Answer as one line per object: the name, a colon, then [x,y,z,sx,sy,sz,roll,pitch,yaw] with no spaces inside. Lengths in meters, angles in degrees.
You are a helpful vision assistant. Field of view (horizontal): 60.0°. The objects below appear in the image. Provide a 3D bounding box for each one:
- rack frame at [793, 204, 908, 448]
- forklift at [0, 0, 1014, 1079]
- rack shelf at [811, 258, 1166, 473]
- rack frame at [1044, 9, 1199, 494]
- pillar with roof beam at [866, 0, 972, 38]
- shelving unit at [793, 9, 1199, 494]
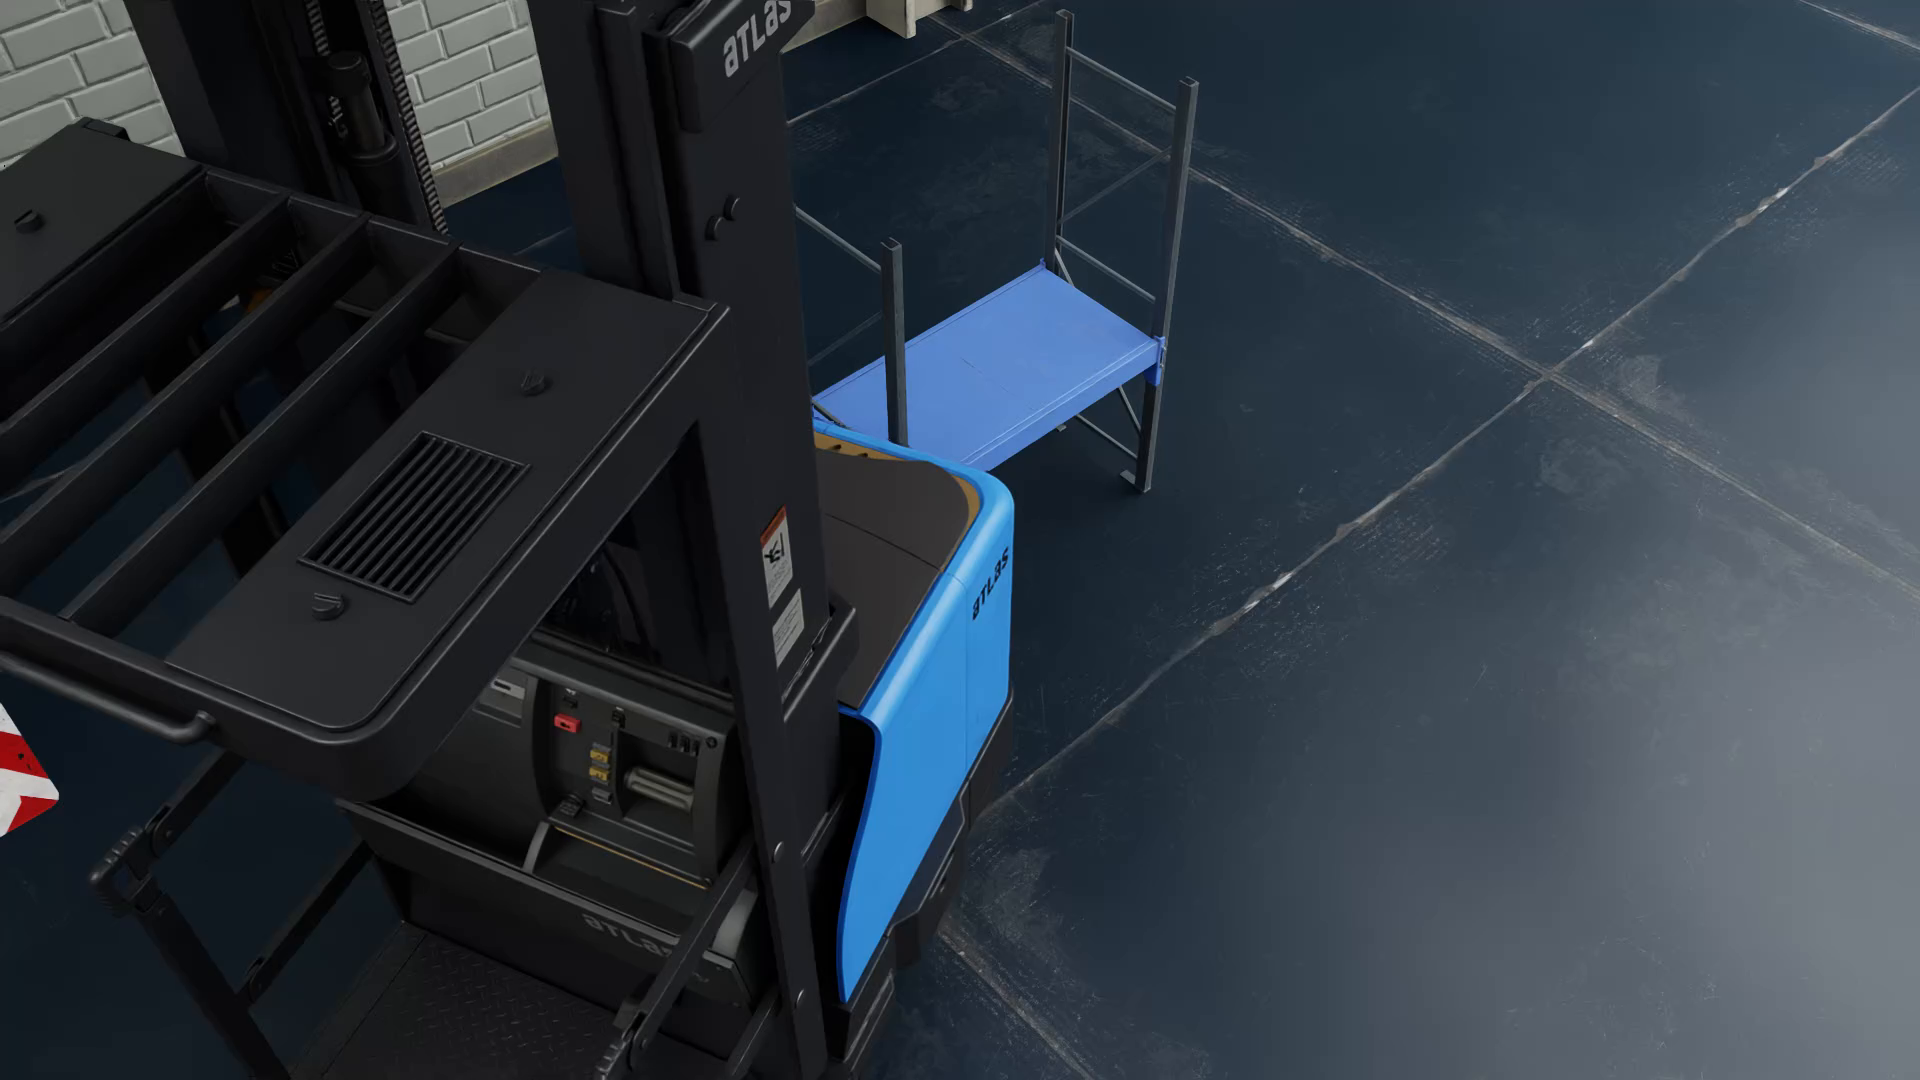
rack frame: [-0.313,-0.299,4.506,0.032,1.500,0.500,-34,56,-27]
forklift: [-0.914,0.441,2.849,1.130,2.935,3.031,18,50,16]
rack shelf: [0.063,-0.429,4.870,1.000,0.185,0.538,-34,56,-27]
rack frame: [0.439,-0.802,4.970,0.032,1.500,0.500,-34,56,-27]
pillar with roof beam: [2.706,-3.083,1.972,0.400,9.000,9.100,-34,56,-27]
shelving unit: [0.063,-0.551,4.738,1.048,1.500,0.538,-34,56,-27]
